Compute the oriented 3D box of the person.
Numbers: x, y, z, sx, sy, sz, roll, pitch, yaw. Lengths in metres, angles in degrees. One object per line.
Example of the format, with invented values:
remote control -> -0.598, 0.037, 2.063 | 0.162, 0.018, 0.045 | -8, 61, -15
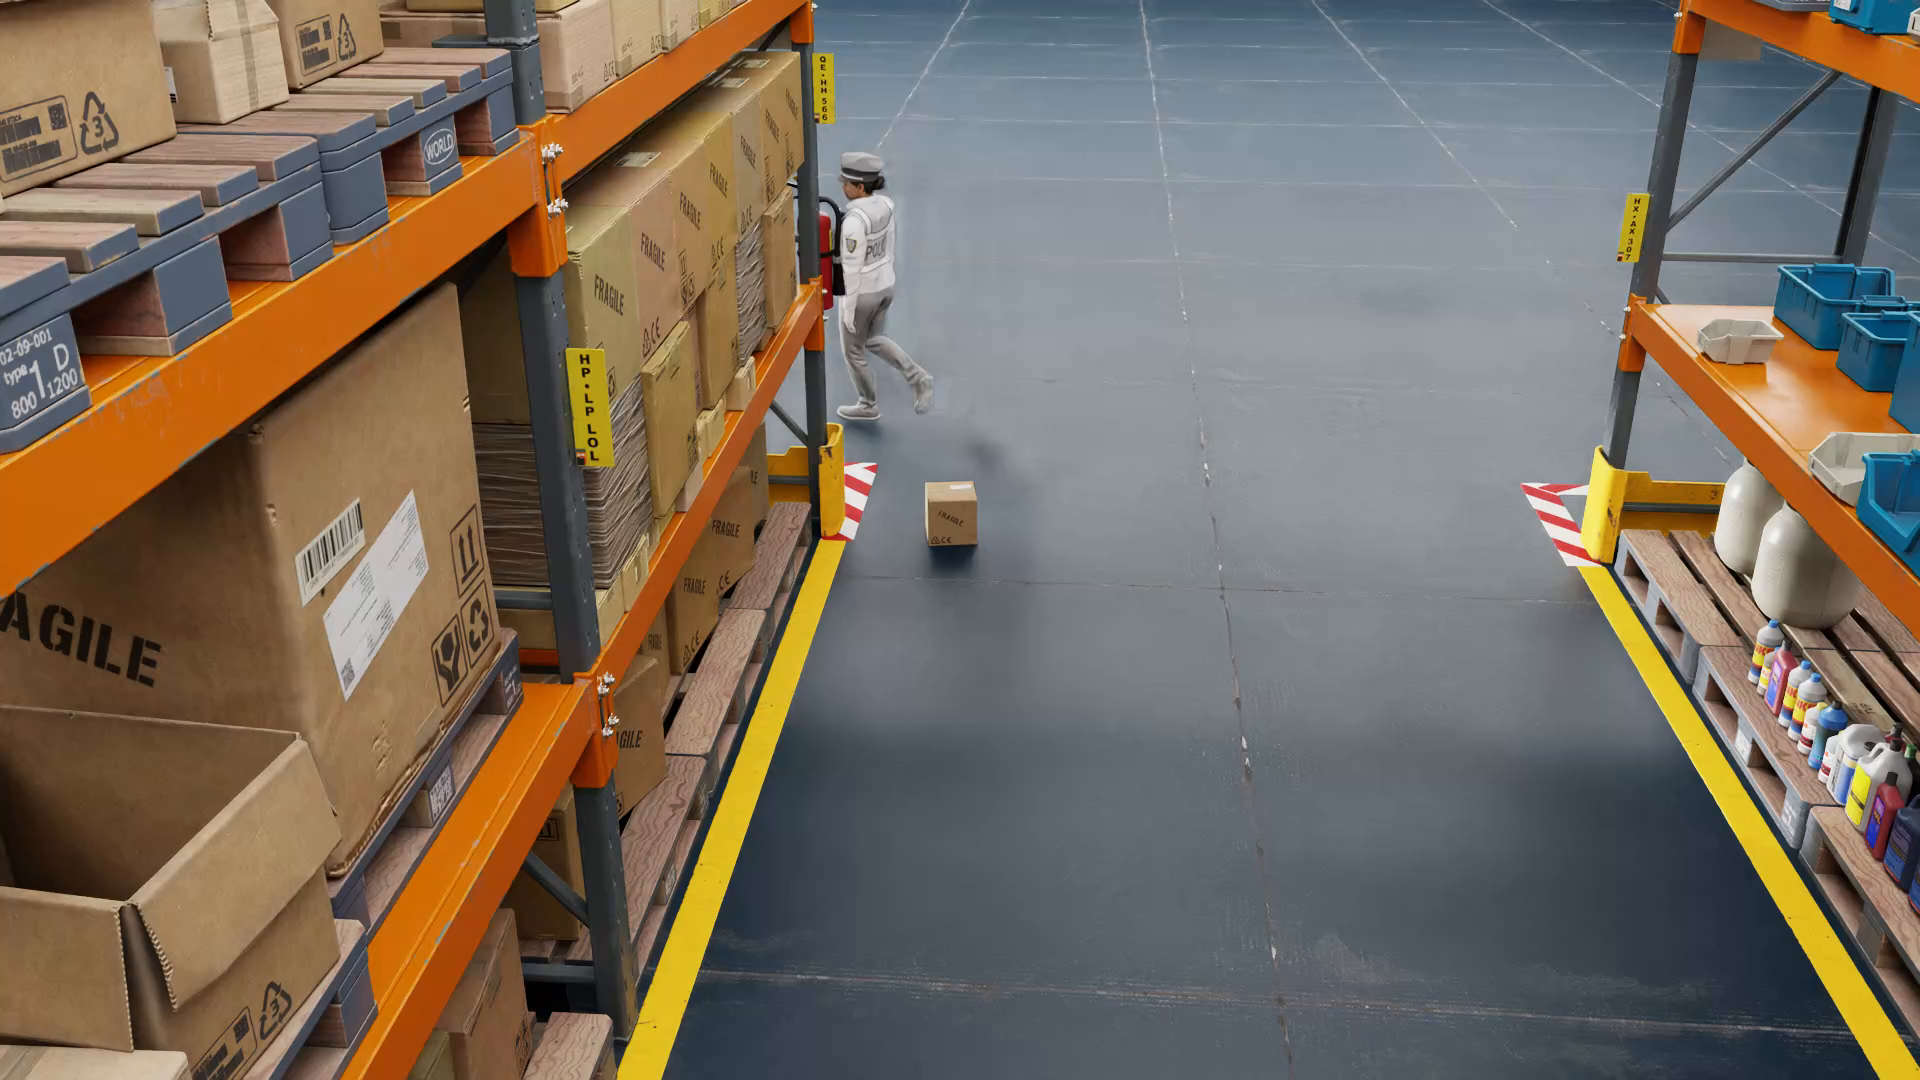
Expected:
person -> -0.508, -1.430, 9.670 | 0.613, 1.637, 0.528 | 13, 28, 27
